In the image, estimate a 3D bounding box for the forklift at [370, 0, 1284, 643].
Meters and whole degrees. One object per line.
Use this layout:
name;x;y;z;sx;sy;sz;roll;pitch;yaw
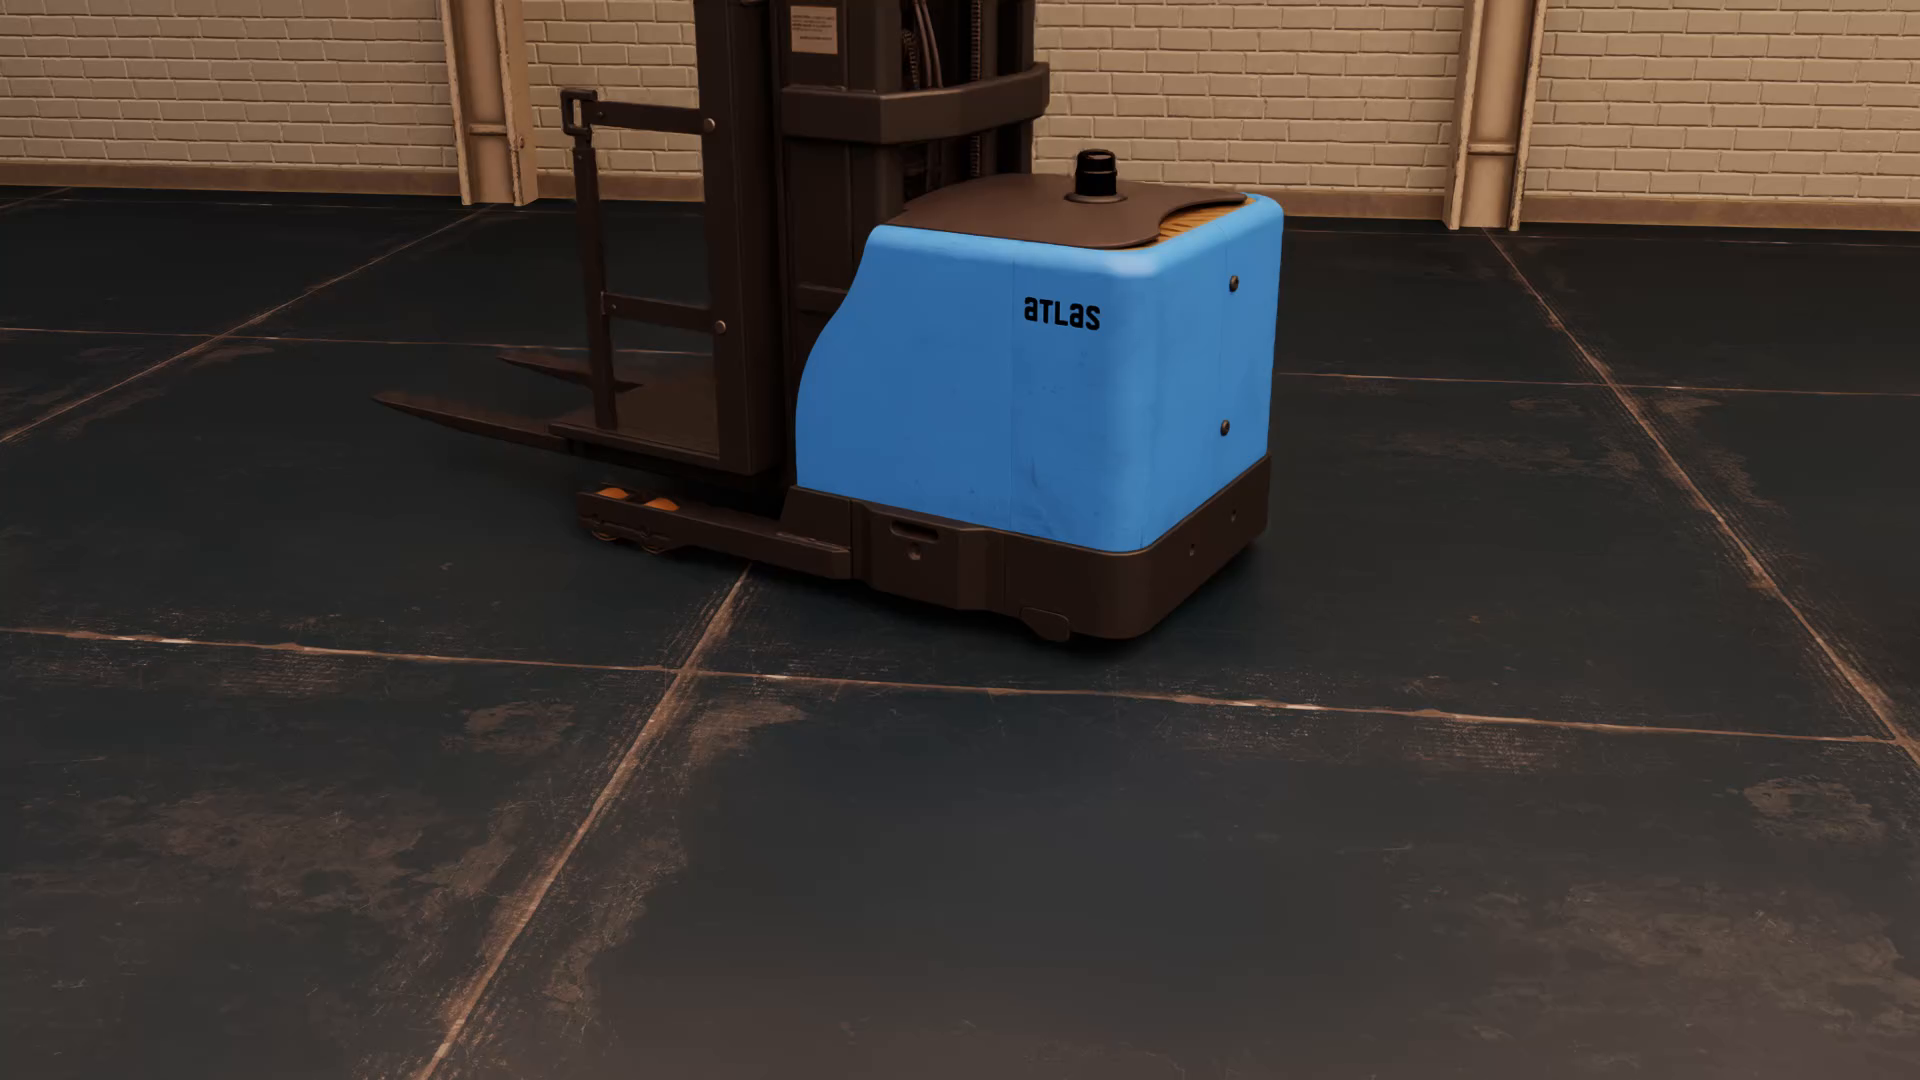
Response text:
forklift;-0.595;-1.474;4.914;3.031;2.935;1.130;12;25;28
